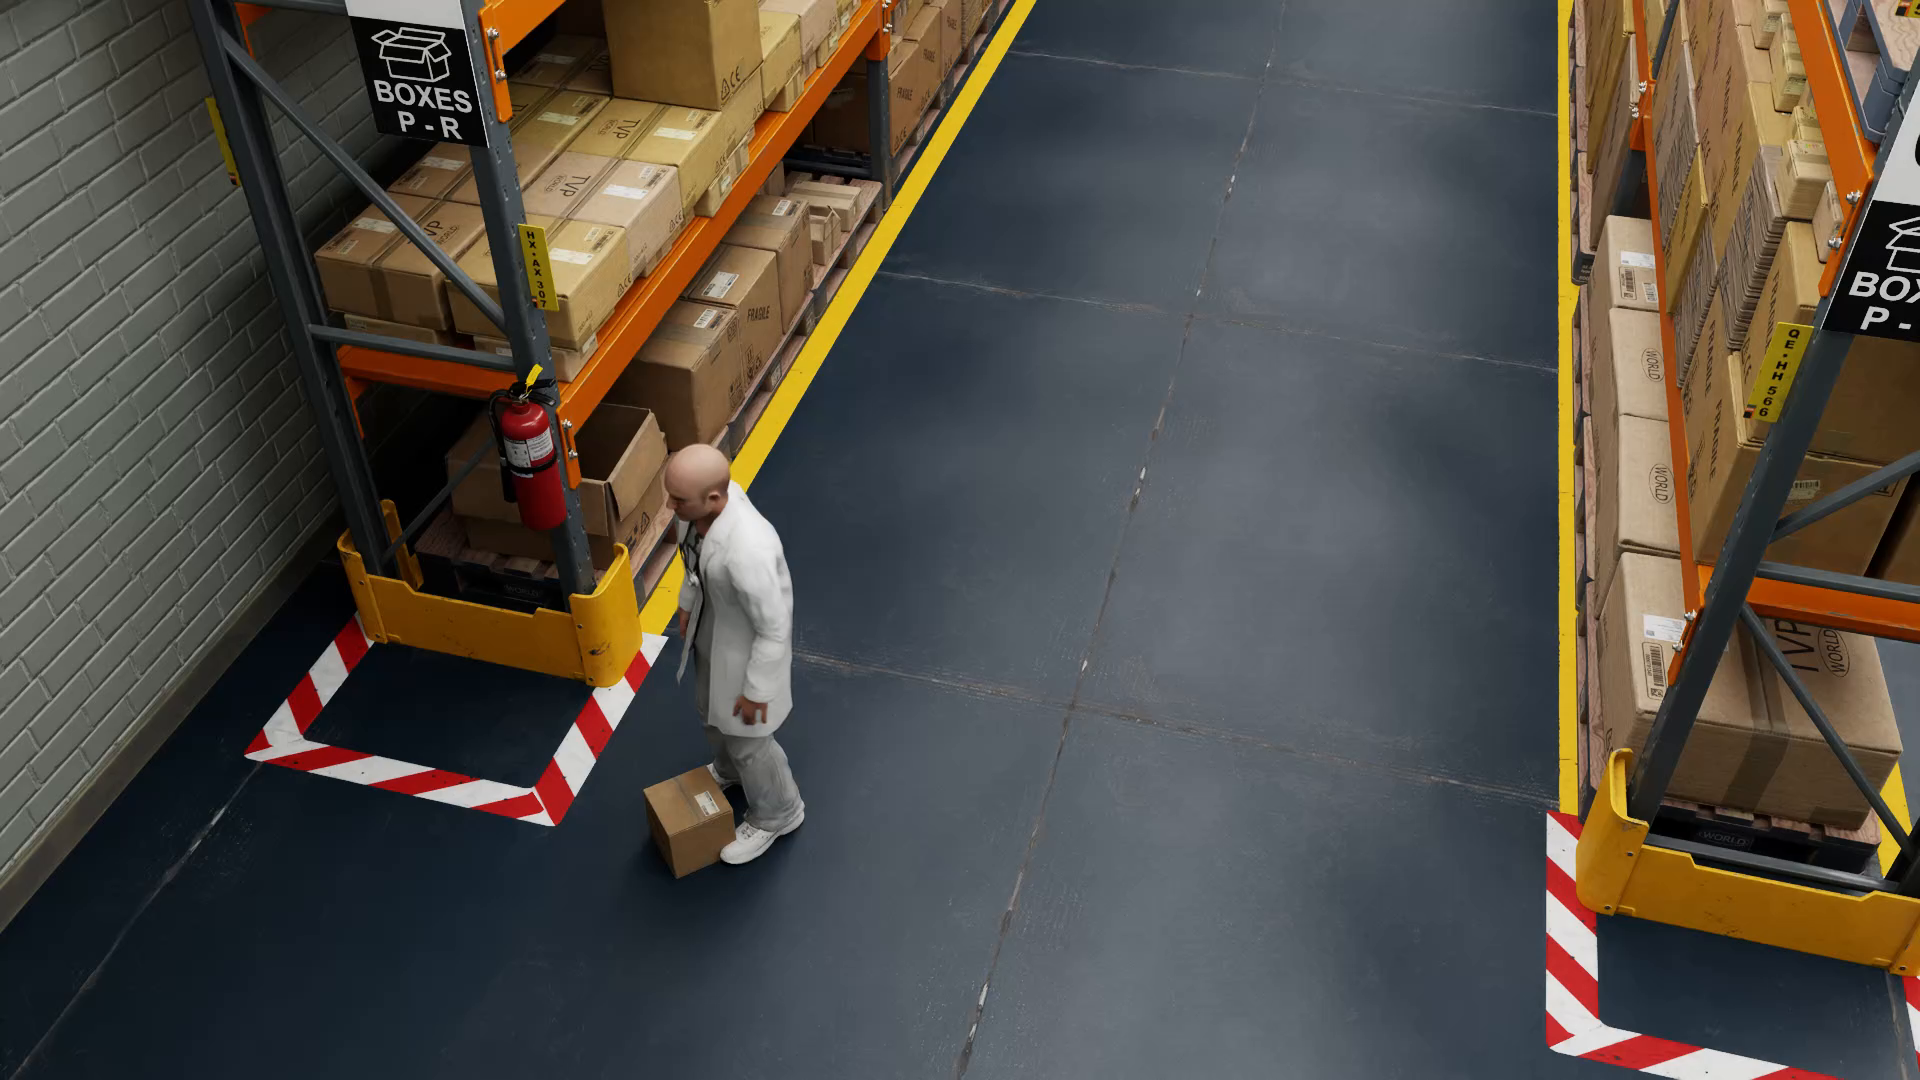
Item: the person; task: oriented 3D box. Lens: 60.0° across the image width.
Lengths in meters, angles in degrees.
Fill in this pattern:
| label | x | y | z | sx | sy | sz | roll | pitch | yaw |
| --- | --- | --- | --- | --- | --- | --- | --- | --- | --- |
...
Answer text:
| label | x | y | z | sx | sy | sz | roll | pitch | yaw |
| --- | --- | --- | --- | --- | --- | --- | --- | --- | --- |
| person | -0.787 | 0.370 | 5.735 | 0.421 | 1.774 | 0.642 | -21 | 45 | -23 |
